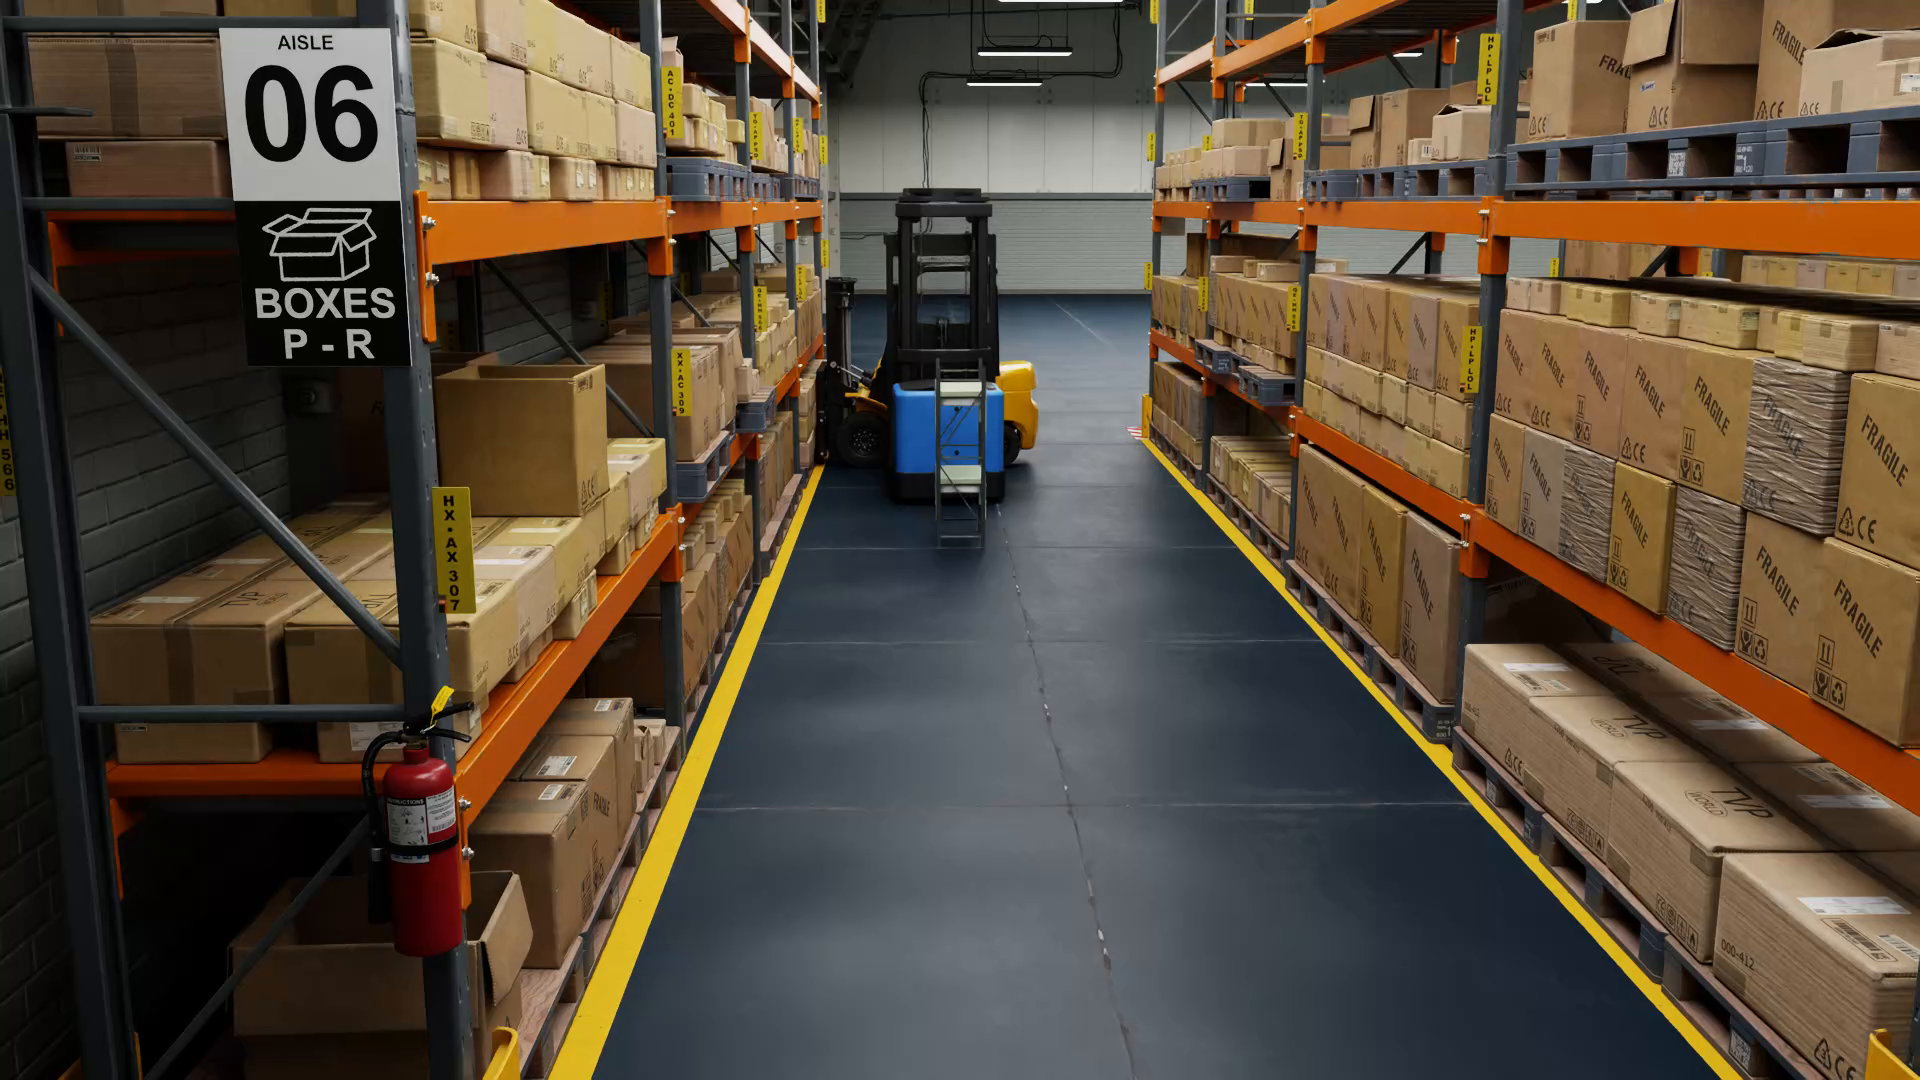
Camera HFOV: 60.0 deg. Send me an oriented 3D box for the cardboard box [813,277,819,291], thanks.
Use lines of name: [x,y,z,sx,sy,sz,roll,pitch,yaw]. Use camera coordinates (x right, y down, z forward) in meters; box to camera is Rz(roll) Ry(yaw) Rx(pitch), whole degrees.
cardboard box: [-1.832,-2.975,19.294,0.380,0.149,0.250,0,11,0]

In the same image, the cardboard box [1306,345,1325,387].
cardboard box: [2.737,-1.227,11.682,0.500,0.250,0.500,0,11,-2]

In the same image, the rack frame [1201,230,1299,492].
rack frame: [2.891,-1.952,16.138,1.000,3.000,0.127,0,11,-1]

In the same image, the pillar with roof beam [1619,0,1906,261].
pillar with roof beam: [23.528,-11.599,48.601,9.100,9.000,0.548,0,11,-1]

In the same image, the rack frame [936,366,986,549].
rack frame: [0.007,-0.664,13.558,0.400,1.500,0.023,0,11,-1]

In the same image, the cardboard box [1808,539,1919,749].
cardboard box: [2.864,0.289,4.837,0.500,0.500,0.500,0,11,-1]

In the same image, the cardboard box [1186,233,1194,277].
cardboard box: [3.037,-3.332,19.422,0.700,0.500,0.500,-1,11,-3]

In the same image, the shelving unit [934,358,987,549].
shelving unit: [0.000,-0.736,13.917,0.431,1.500,0.755,0,11,-1]

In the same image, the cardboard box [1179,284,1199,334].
cardboard box: [2.600,-2.440,17.541,0.500,0.500,0.500,0,11,0]

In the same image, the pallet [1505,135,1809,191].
pallet: [3.063,-1.626,7.208,1.003,0.211,1.213,0,11,-1]

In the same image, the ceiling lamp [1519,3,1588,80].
ceiling lamp: [15.614,-13.659,44.073,2.000,3.185,0.800,0,11,-1]

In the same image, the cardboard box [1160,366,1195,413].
cardboard box: [2.565,-1.703,18.882,0.500,0.500,0.500,-1,11,-3]

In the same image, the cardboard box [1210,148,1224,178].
cardboard box: [2.514,-3.336,14.735,0.500,0.250,0.500,0,11,-2]

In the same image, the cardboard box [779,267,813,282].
cardboard box: [-1.810,-2.915,18.253,0.380,0.149,0.250,0,11,0]

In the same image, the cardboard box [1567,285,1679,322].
cardboard box: [2.816,-1.004,7.065,0.380,0.149,0.250,0,11,-2]

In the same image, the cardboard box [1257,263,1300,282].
cardboard box: [2.658,-2.200,13.670,0.380,0.149,0.250,-1,11,-4]

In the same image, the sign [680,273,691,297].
sign: [-2.626,-2.392,15.927,0.100,0.325,0.005,0,11,-1]

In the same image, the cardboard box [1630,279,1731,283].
cardboard box: [3.278,-1.106,7.569,0.380,0.149,0.250,0,11,0]

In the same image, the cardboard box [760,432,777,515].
cardboard box: [-2.024,-0.566,14.220,0.875,0.625,0.625,-1,11,-4]

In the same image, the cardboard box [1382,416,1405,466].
cardboard box: [2.794,-0.578,9.742,0.500,0.250,0.500,-1,11,-3]

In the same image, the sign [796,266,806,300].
sign: [-1.529,-2.464,15.947,0.100,0.325,0.005,0,11,-1]

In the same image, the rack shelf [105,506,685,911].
rack shelf: [-1.865,0.409,6.307,1.077,0.370,4.000,0,11,-1]

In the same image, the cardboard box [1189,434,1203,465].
cardboard box: [2.610,-0.927,16.943,0.500,0.250,0.500,0,11,1]

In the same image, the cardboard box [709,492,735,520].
cardboard box: [-1.728,-0.231,11.252,0.380,0.149,0.250,-1,11,-3]

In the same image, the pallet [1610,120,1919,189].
pallet: [3.085,-1.384,6.015,1.003,0.211,1.213,0,11,-1]

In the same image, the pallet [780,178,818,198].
pallet: [-2.166,-4.012,18.970,1.003,0.211,1.213,0,11,-1]

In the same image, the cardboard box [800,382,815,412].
cardboard box: [-1.768,-1.479,17.147,0.500,0.250,0.500,0,11,-1]

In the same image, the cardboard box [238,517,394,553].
cardboard box: [-2.113,0.091,5.697,0.500,0.250,0.500,0,11,1]

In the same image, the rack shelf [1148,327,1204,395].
rack shelf: [2.850,-1.997,18.169,1.077,0.370,4.000,0,11,-1]

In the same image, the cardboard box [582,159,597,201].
cardboard box: [-1.542,-1.312,6.067,0.380,0.149,0.250,0,11,0]

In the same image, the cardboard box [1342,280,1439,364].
cardboard box: [2.754,-1.396,10.628,0.500,0.500,0.500,0,11,0]

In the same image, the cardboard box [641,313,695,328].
cardboard box: [-2.259,-1.670,12.863,0.380,0.149,0.250,0,11,-1]

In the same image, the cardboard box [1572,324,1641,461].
cardboard box: [2.827,-0.603,6.721,0.500,0.500,0.500,0,11,0]

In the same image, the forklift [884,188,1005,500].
forklift: [-0.207,-2.062,16.854,1.130,2.935,3.031,-1,12,-4]

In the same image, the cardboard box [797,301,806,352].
cardboard box: [-1.847,-2.173,16.974,0.500,0.500,0.500,0,11,0]

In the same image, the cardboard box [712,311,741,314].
cardboard box: [-1.757,-1.723,13.127,0.380,0.149,0.250,0,11,-1]

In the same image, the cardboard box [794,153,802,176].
cardboard box: [-1.845,-3.779,16.512,0.500,0.311,0.500,0,11,0]

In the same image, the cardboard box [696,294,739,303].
cardboard box: [-2.279,-2.227,15.610,0.380,0.149,0.250,0,11,-2]

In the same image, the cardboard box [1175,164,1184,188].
cardboard box: [2.579,-3.884,17.744,0.500,0.250,0.500,0,11,0]

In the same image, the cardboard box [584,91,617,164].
cardboard box: [-1.626,-1.583,6.403,0.500,0.250,0.500,0,11,0]

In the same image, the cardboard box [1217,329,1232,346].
cardboard box: [2.583,-1.874,15.328,0.380,0.149,0.250,0,11,0]

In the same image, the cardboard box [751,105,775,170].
cardboard box: [-1.781,-3.257,13.466,0.500,0.500,0.500,0,11,0]

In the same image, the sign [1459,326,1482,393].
sign: [2.514,-0.886,8.171,0.100,0.325,0.005,0,11,-1]

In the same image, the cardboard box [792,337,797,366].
cardboard box: [-1.800,-1.758,15.560,0.500,0.250,0.500,0,11,0]

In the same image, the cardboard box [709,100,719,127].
cardboard box: [-1.569,-2.405,9.403,0.380,0.149,0.250,0,11,-1]

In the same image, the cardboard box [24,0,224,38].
cardboard box: [-2.112,-1.420,4.343,0.500,0.250,0.500,-1,11,-3]

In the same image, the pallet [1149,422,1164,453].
pallet: [2.791,-1.204,19.463,1.003,0.211,1.213,0,11,-1]

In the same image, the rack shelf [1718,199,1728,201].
rack shelf: [7.879,-2.713,14.150,1.077,0.370,4.000,0,11,-1]

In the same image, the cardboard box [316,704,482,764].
cardboard box: [-1.556,0.511,4.628,0.380,0.149,0.250,0,11,-2]

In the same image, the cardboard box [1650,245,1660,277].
cardboard box: [7.863,-2.886,17.645,0.875,0.550,0.550,0,11,-1]

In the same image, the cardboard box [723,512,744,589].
cardboard box: [-1.765,0.066,11.420,0.500,0.500,0.500,0,11,-2]

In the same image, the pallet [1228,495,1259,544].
pallet: [2.937,-0.188,14.454,1.003,0.211,1.213,0,11,-1]

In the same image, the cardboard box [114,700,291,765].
cardboard box: [-2.099,0.513,4.620,0.380,0.149,0.250,0,11,-2]

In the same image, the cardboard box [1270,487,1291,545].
cardboard box: [2.972,-0.187,12.992,0.950,0.372,0.625,-1,12,-5]
